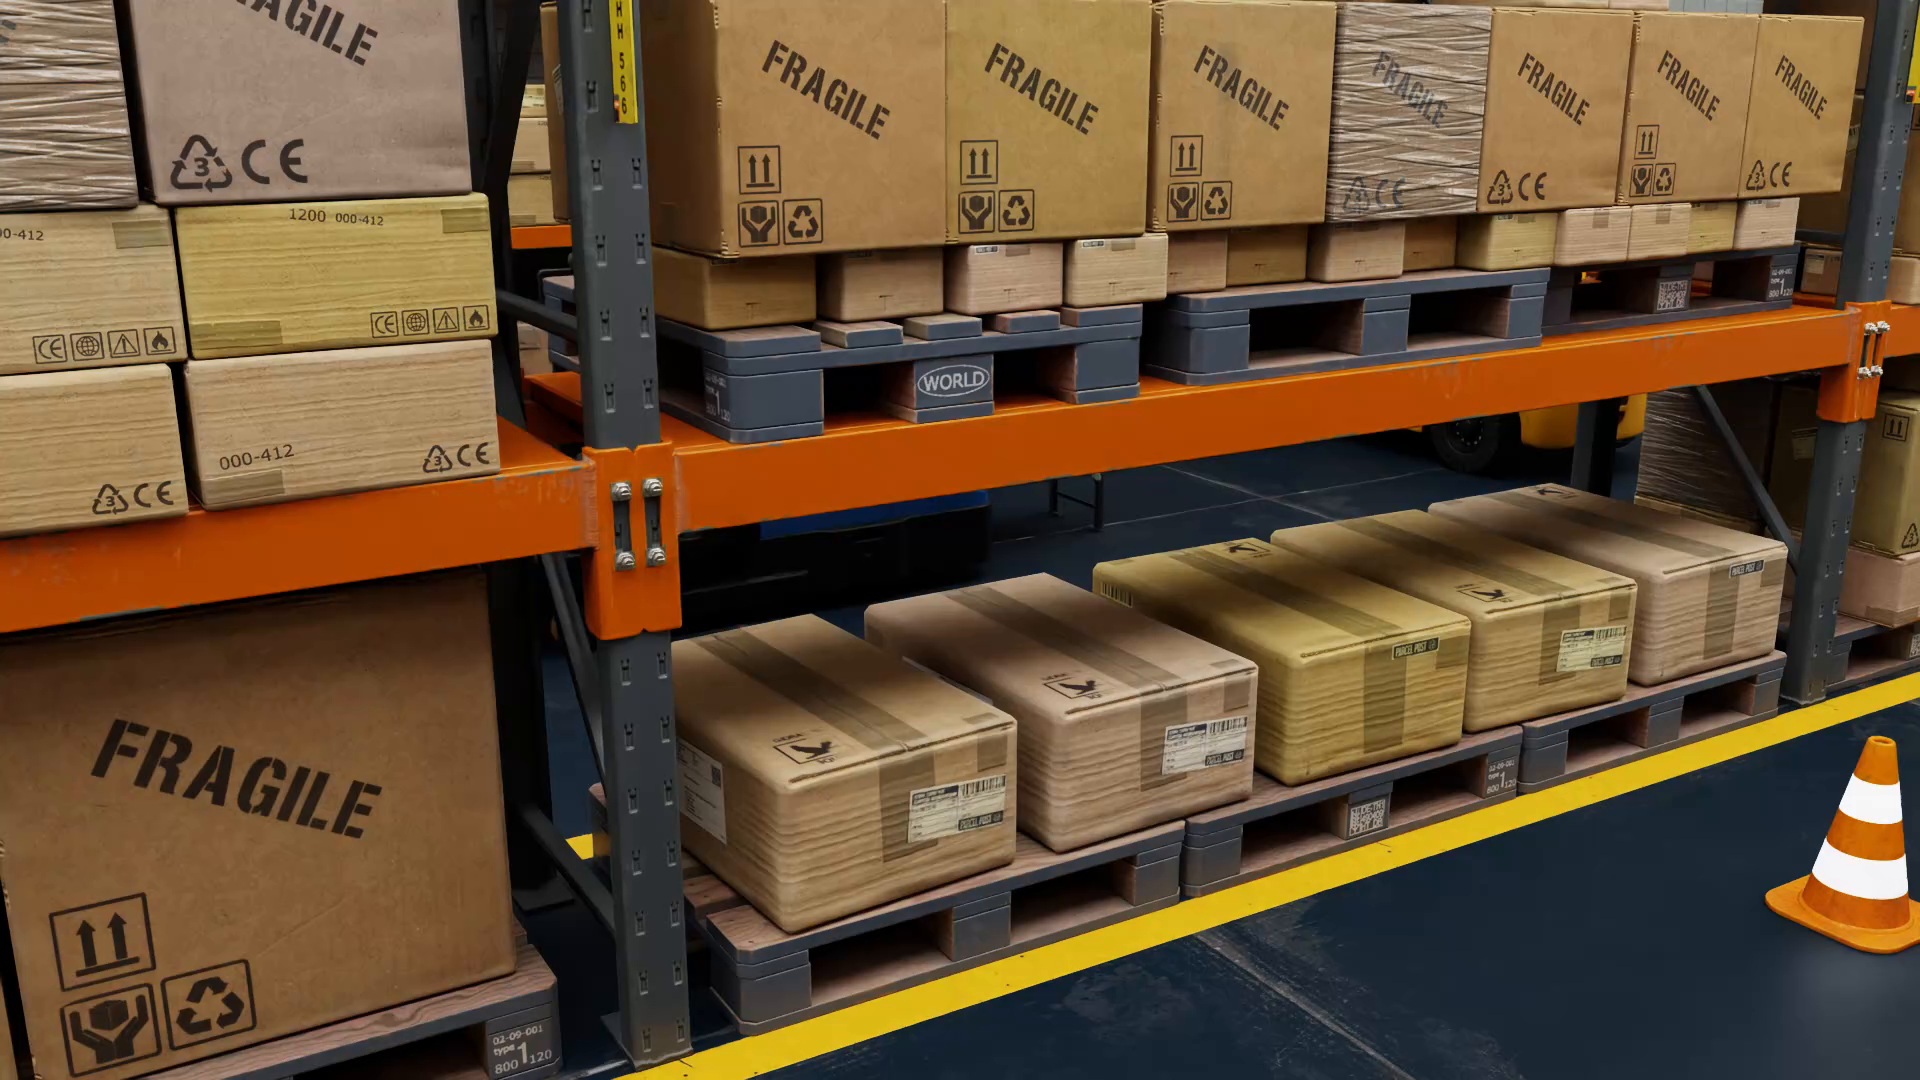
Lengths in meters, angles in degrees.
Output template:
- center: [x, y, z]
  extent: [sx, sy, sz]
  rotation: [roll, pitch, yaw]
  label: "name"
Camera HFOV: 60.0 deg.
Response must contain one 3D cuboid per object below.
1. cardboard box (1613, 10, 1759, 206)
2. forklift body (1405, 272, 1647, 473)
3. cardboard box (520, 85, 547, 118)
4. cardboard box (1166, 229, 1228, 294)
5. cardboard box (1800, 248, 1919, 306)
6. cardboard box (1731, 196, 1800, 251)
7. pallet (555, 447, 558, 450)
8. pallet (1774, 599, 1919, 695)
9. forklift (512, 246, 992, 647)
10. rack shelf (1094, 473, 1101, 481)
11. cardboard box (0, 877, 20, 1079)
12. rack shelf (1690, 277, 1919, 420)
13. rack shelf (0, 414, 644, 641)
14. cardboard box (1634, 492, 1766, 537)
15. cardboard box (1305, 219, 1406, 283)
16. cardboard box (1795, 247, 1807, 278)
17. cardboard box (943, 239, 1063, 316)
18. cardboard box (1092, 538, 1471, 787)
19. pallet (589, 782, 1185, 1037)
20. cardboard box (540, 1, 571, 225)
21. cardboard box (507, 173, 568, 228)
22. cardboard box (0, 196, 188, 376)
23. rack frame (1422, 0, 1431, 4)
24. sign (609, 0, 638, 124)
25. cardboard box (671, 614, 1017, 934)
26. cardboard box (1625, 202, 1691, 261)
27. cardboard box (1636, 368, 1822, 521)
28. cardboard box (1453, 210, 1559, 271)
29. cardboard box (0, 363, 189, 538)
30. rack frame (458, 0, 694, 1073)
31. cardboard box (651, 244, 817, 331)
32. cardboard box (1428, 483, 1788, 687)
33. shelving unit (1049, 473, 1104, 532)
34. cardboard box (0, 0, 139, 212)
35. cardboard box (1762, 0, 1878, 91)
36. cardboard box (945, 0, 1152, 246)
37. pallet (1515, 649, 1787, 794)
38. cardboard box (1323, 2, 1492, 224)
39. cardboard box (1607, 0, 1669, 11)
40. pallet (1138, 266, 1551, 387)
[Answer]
- center: [1.851, -1.224, 4.704]
  extent: [0.500, 0.500, 0.500]
  rotation: [-9, 18, -29]
  label: "cardboard box"
- center: [2.736, -1.626, 9.226]
  extent: [1.214, 2.155, 2.313]
  rotation: [-9, 18, -30]
  label: "forklift body"
- center: [-2.158, -2.105, 7.976]
  extent: [0.250, 0.149, 0.380]
  rotation: [-9, 18, -29]
  label: "cardboard box"
- center: [0.429, -0.688, 3.994]
  extent: [0.250, 0.149, 0.380]
  rotation: [-8, 18, -26]
  label: "cardboard box"
- center: [2.988, -0.865, 5.405]
  extent: [0.250, 0.149, 0.380]
  rotation: [-9, 18, -30]
  label: "cardboard box"
- center: [2.254, -0.963, 4.974]
  extent: [0.250, 0.149, 0.380]
  rotation: [-9, 18, -29]
  label: "cardboard box"
- center: [-2.709, -0.371, 8.343]
  extent: [1.213, 0.211, 1.003]
  rotation: [-9, 18, -30]
  label: "pallet"
- center: [3.111, 0.224, 6.218]
  extent: [1.213, 0.211, 1.003]
  rotation: [-9, 18, -30]
  label: "pallet"
- center: [-1.401, -1.173, 6.164]
  extent: [3.031, 2.935, 1.130]
  rotation: [-9, 18, -30]
  label: "forklift"
- center: [0.221, -0.444, 7.421]
  extent: [0.720, 0.370, 0.431]
  rotation: [-9, 18, -30]
  label: "rack shelf"
- center: [-2.277, 0.560, 3.013]
  extent: [0.875, 0.875, 0.875]
  rotation: [-9, 18, -29]
  label: "cardboard box"
- center: [4.267, -0.948, 6.568]
  extent: [4.000, 0.370, 1.077]
  rotation: [-9, 18, -30]
  label: "rack shelf"
- center: [-2.590, 0.164, 2.601]
  extent: [4.000, 0.370, 1.077]
  rotation: [-9, 18, -30]
  label: "rack shelf"
- center: [2.921, -0.039, 6.309]
  extent: [0.500, 0.250, 0.500]
  rotation: [-8, 18, -27]
  label: "cardboard box"
- center: [0.909, -0.757, 4.242]
  extent: [0.250, 0.149, 0.380]
  rotation: [-9, 18, -28]
  label: "cardboard box"
- center: [2.882, -1.047, 6.054]
  extent: [0.250, 0.149, 0.380]
  rotation: [-9, 18, -28]
  label: "cardboard box"
- center: [0.017, -0.603, 3.691]
  extent: [0.250, 0.149, 0.380]
  rotation: [-11, 19, -33]
  label: "cardboard box"
- center: [0.895, 0.318, 4.810]
  extent: [0.625, 0.372, 0.950]
  rotation: [-9, 18, -28]
  label: "cardboard box"
- center: [-0.205, 0.774, 4.258]
  extent: [1.213, 0.211, 1.003]
  rotation: [-9, 18, -30]
  label: "pallet"
- center: [-0.629, -0.982, 3.840]
  extent: [0.500, 0.500, 0.500]
  rotation: [-10, 18, -31]
  label: "cardboard box"
- center: [-2.057, -1.683, 8.136]
  extent: [0.500, 0.250, 0.500]
  rotation: [-10, 18, -31]
  label: "cardboard box"
- center: [-1.598, -0.431, 2.741]
  extent: [0.500, 0.250, 0.500]
  rotation: [-10, 18, -31]
  label: "cardboard box"
- center: [3.422, -2.721, 11.558]
  extent: [0.127, 3.000, 1.000]
  rotation: [-9, 18, -30]
  label: "rack frame"
- center: [-0.587, -0.890, 2.883]
  extent: [0.005, 0.325, 0.100]
  rotation: [-9, 18, -30]
  label: "sign"
- center: [-0.386, 0.526, 4.066]
  extent: [0.625, 0.372, 0.950]
  rotation: [-11, 19, -33]
  label: "cardboard box"
- center: [1.816, -0.886, 4.700]
  extent: [0.250, 0.149, 0.380]
  rotation: [-10, 18, -31]
  label: "cardboard box"
- center: [2.922, -0.400, 6.207]
  extent: [0.500, 0.500, 0.500]
  rotation: [-9, 18, -30]
  label: "cardboard box"
- center: [1.372, -0.824, 4.480]
  extent: [0.250, 0.149, 0.380]
  rotation: [-9, 18, -30]
  label: "cardboard box"
- center: [-1.605, -0.183, 2.785]
  extent: [0.500, 0.250, 0.500]
  rotation: [-9, 18, -29]
  label: "cardboard box"
- center: [-0.876, -0.461, 3.496]
  extent: [0.127, 3.000, 1.000]
  rotation: [-9, 18, -30]
  label: "rack frame"
- center: [-0.501, -0.544, 3.481]
  extent: [0.250, 0.149, 0.380]
  rotation: [-10, 19, -33]
  label: "cardboard box"
- center: [2.105, 0.120, 5.515]
  extent: [0.625, 0.372, 0.950]
  rotation: [-9, 18, -29]
  label: "cardboard box"
- center: [0.221, -0.758, 7.334]
  extent: [0.755, 1.500, 0.431]
  rotation: [-9, 18, -30]
  label: "shelving unit"
- center: [-1.620, -0.785, 2.614]
  extent: [0.500, 0.500, 0.500]
  rotation: [-9, 18, -29]
  label: "cardboard box"
- center: [3.042, -1.700, 5.330]
  extent: [0.500, 0.500, 0.700]
  rotation: [-9, 18, -30]
  label: "cardboard box"
- center: [0.072, -0.937, 3.682]
  extent: [0.500, 0.500, 0.500]
  rotation: [-8, 18, -27]
  label: "cardboard box"
- center: [1.886, 0.435, 5.468]
  extent: [1.213, 0.211, 1.003]
  rotation: [-9, 18, -30]
  label: "pallet"
- center: [0.957, -1.080, 4.192]
  extent: [0.500, 0.500, 0.500]
  rotation: [-10, 19, -32]
  label: "cardboard box"
- center: [1.690, -1.507, 4.514]
  extent: [0.250, 0.149, 0.380]
  rotation: [-10, 18, -31]
  label: "cardboard box"
- center: [0.800, -0.653, 4.537]
  extent: [1.213, 0.211, 1.003]
  rotation: [-9, 18, -30]
  label: "pallet"
